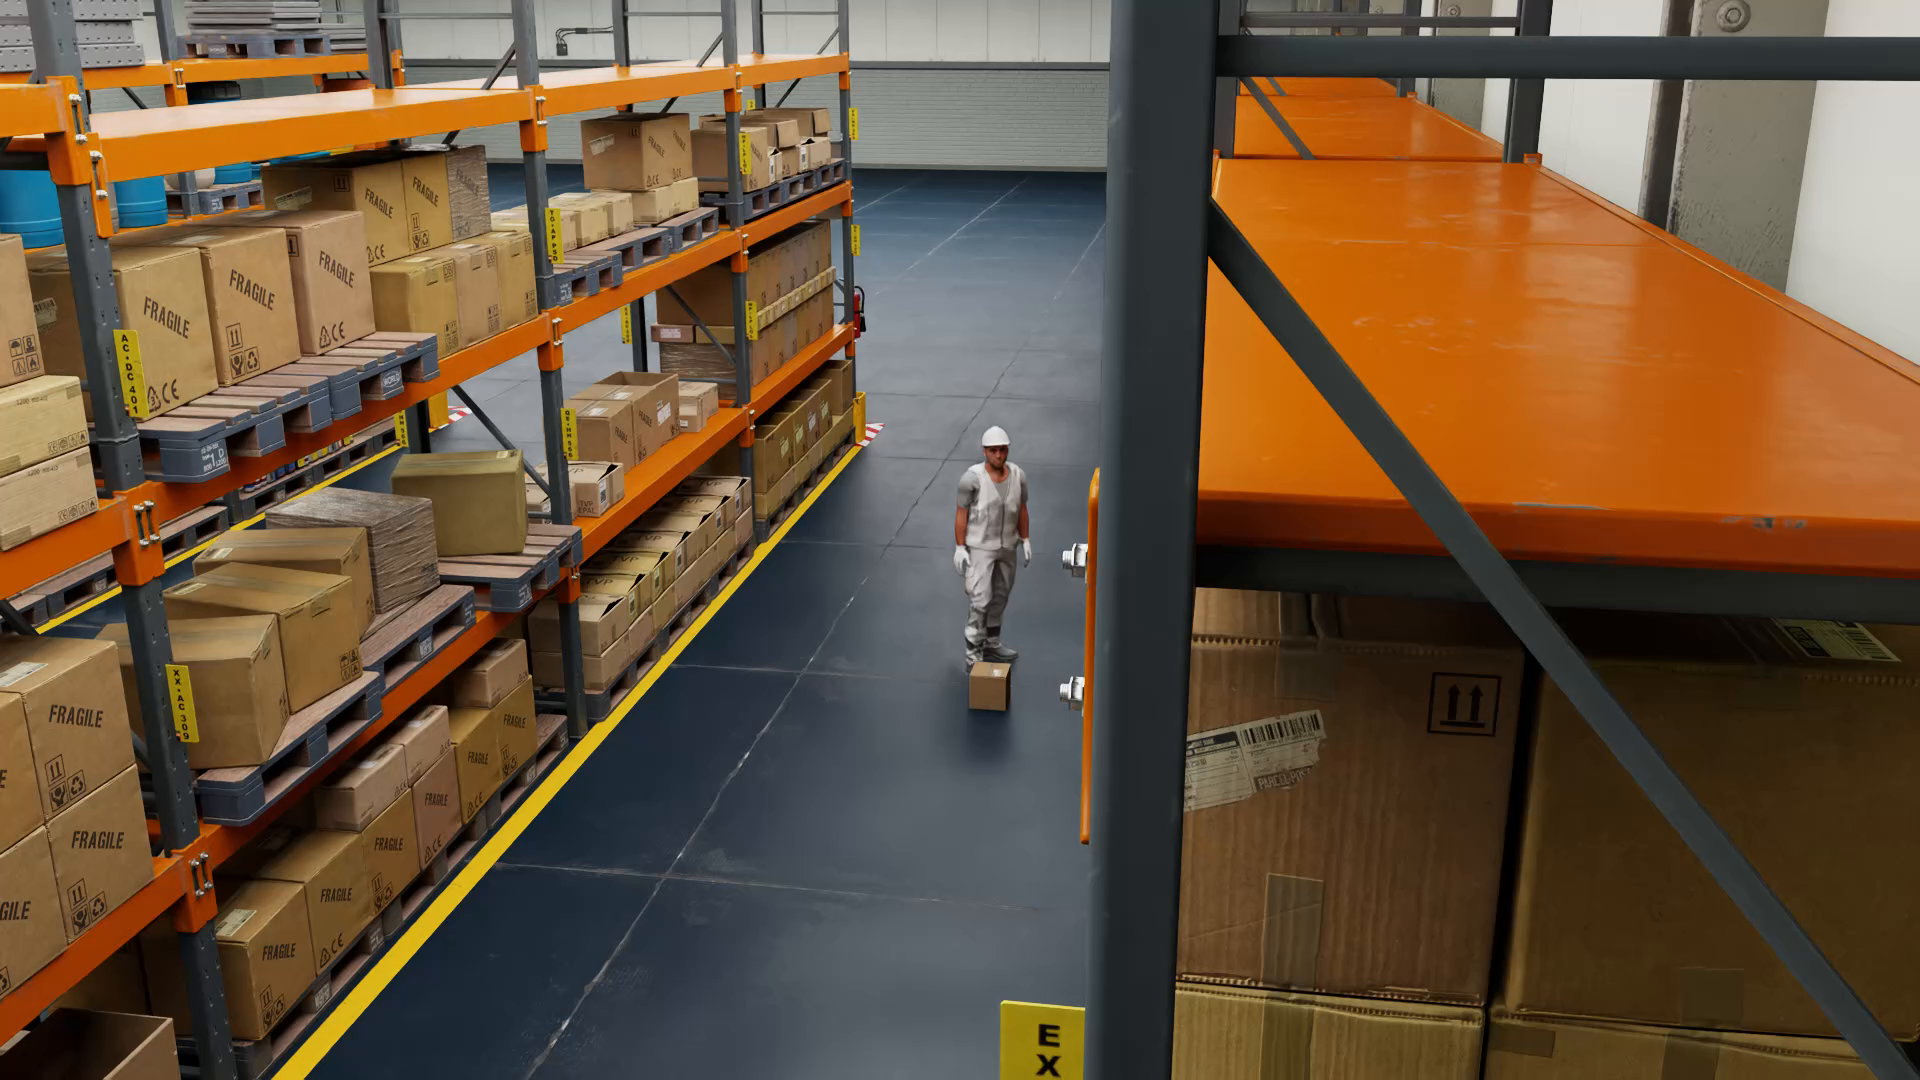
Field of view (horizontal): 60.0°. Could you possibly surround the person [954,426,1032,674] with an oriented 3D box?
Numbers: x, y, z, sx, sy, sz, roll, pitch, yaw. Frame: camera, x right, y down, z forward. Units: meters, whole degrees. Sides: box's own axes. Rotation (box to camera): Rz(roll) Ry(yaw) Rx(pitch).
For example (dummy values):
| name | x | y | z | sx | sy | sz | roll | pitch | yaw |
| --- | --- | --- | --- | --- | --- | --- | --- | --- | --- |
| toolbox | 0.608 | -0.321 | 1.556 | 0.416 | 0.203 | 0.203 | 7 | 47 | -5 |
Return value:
| name | x | y | z | sx | sy | sz | roll | pitch | yaw |
| --- | --- | --- | --- | --- | --- | --- | --- | --- | --- |
| person | 0.261 | 0.067 | 11.749 | 0.598 | 1.779 | 0.565 | -10 | 20 | -29 |
